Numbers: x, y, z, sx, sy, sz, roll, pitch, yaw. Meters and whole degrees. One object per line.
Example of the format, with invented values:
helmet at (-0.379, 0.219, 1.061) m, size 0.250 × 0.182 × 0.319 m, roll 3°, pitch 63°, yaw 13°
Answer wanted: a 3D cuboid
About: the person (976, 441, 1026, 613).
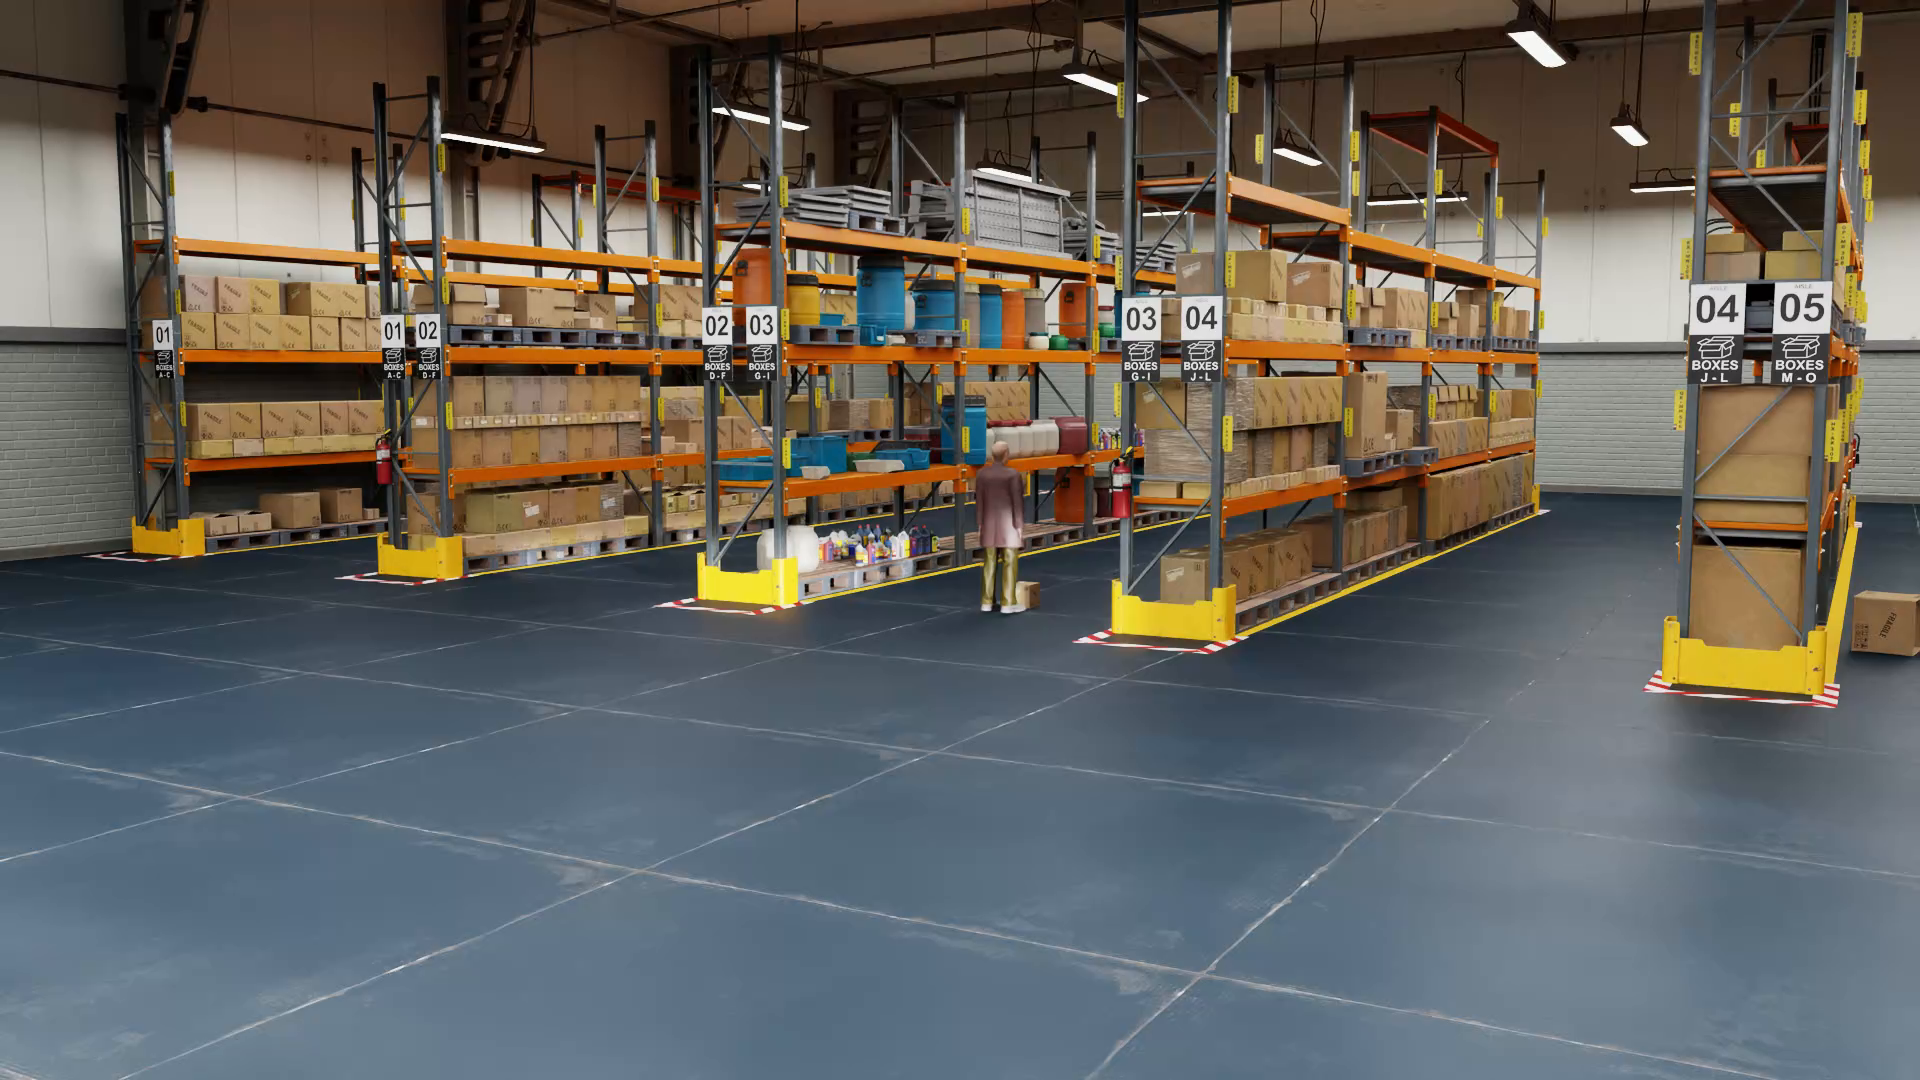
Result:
person at (0.433, -0.140, 17.318) m, size 0.578 × 1.783 × 0.398 m, roll 3°, pitch 7°, yaw 29°
